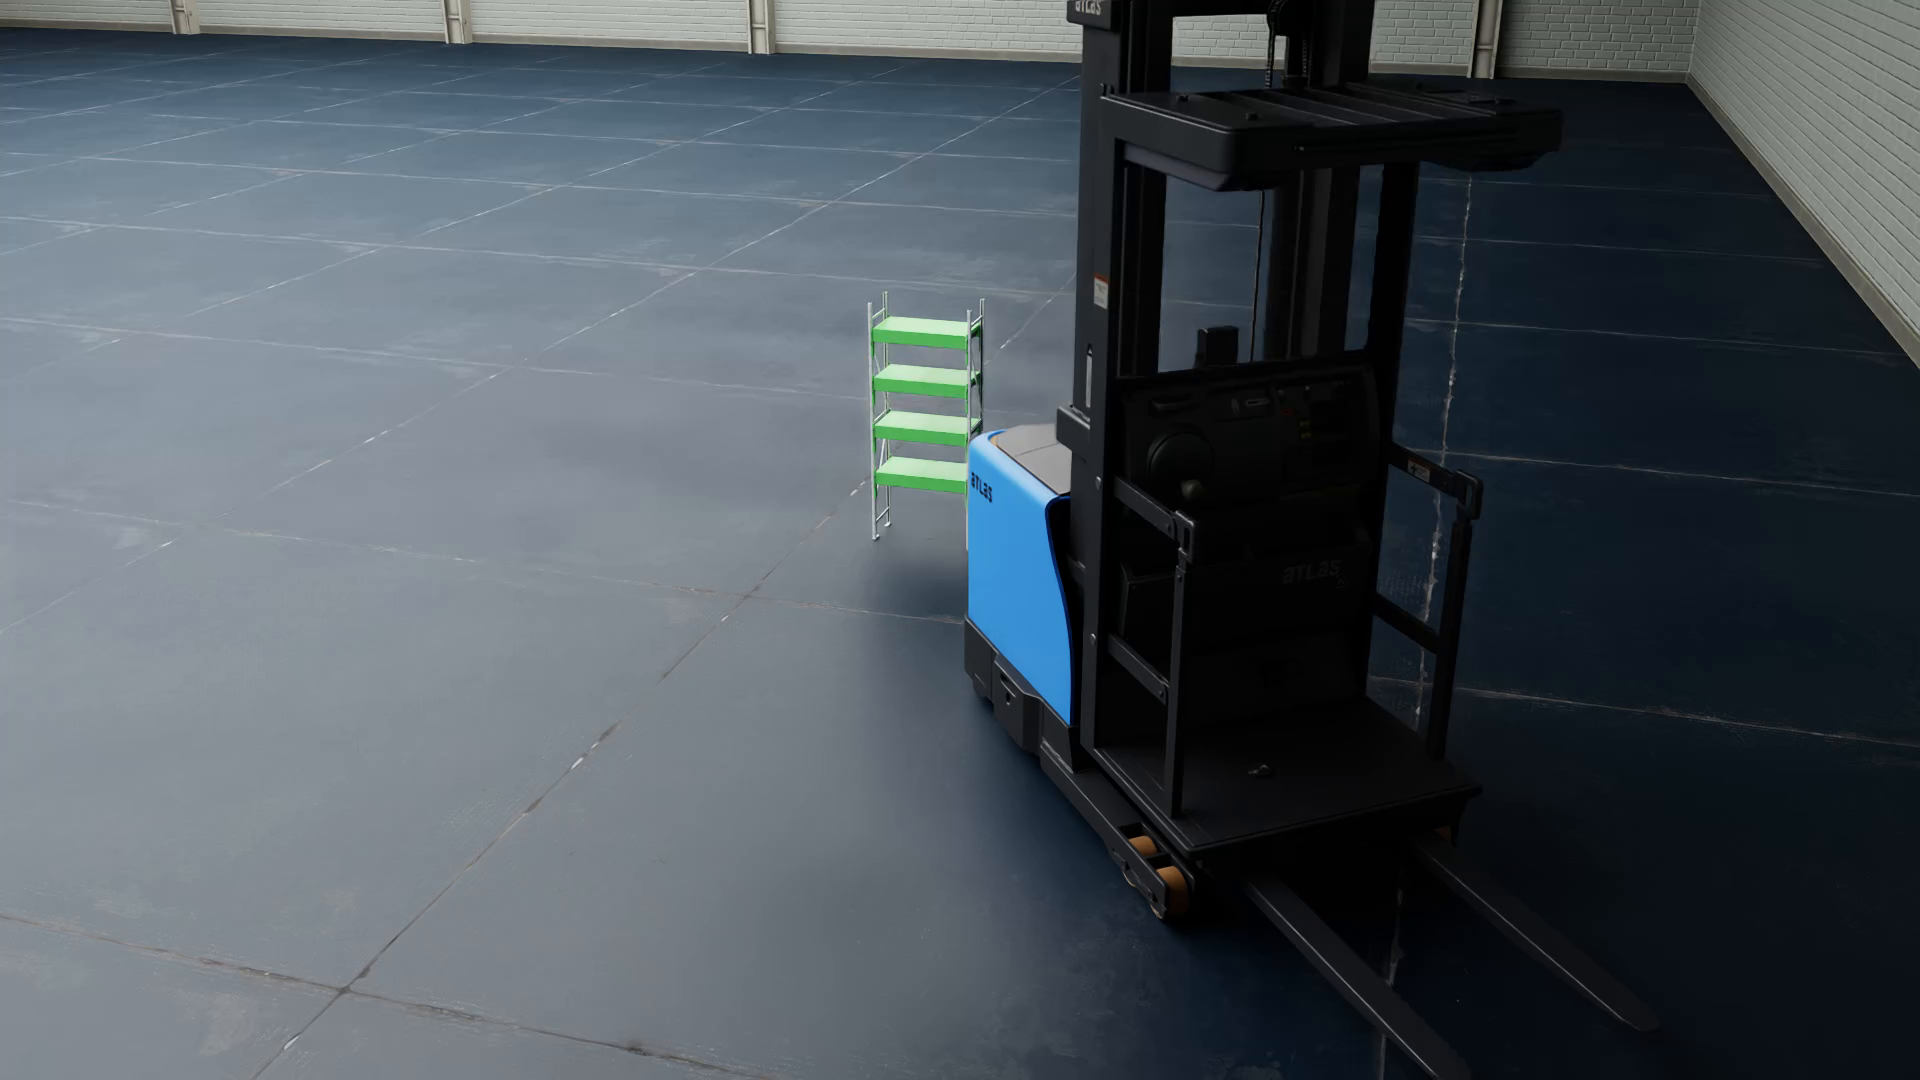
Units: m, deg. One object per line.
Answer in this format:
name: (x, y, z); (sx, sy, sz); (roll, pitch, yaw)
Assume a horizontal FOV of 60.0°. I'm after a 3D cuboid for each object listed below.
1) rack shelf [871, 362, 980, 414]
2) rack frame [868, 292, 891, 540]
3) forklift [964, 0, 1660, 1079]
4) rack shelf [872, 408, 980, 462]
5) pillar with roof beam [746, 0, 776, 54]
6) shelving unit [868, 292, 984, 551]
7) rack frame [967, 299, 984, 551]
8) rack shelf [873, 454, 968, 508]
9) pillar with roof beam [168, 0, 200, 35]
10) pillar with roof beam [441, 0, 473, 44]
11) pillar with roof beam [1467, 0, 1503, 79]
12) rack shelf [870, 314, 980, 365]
rack shelf: (-0.158, -0.736, 8.020); (0.480, 0.148, 0.258); (7, 23, 16)
rack frame: (-0.392, -0.600, 8.152); (0.015, 1.200, 0.240); (7, 23, 16)
forklift: (1.027, -0.325, 5.199); (1.130, 2.935, 3.031); (-8, 24, -20)
rack shelf: (-0.158, -0.514, 8.111); (0.480, 0.148, 0.258); (7, 23, 16)
pillar with roof beam: (-4.681, -11.072, 23.404); (0.400, 9.000, 9.100); (7, 23, 16)
shelving unit: (-0.158, -0.573, 8.087); (0.503, 1.200, 0.258); (7, 23, 16)
rack frame: (0.075, -0.547, 8.021); (0.015, 1.200, 0.240); (7, 23, 16)
rack shelf: (-0.158, -0.292, 8.202); (0.480, 0.148, 0.258); (7, 23, 16)
pillar with roof beam: (-16.170, -12.387, 26.611); (0.400, 9.000, 9.100); (7, 23, 16)
pillar with roof beam: (-10.425, -11.730, 25.008); (0.400, 9.000, 9.100); (7, 23, 16)
pillar with roof beam: (6.807, -9.756, 20.197); (0.400, 9.000, 9.100); (7, 23, 16)
rack shelf: (-0.158, -0.958, 7.929); (0.480, 0.148, 0.258); (7, 23, 16)
